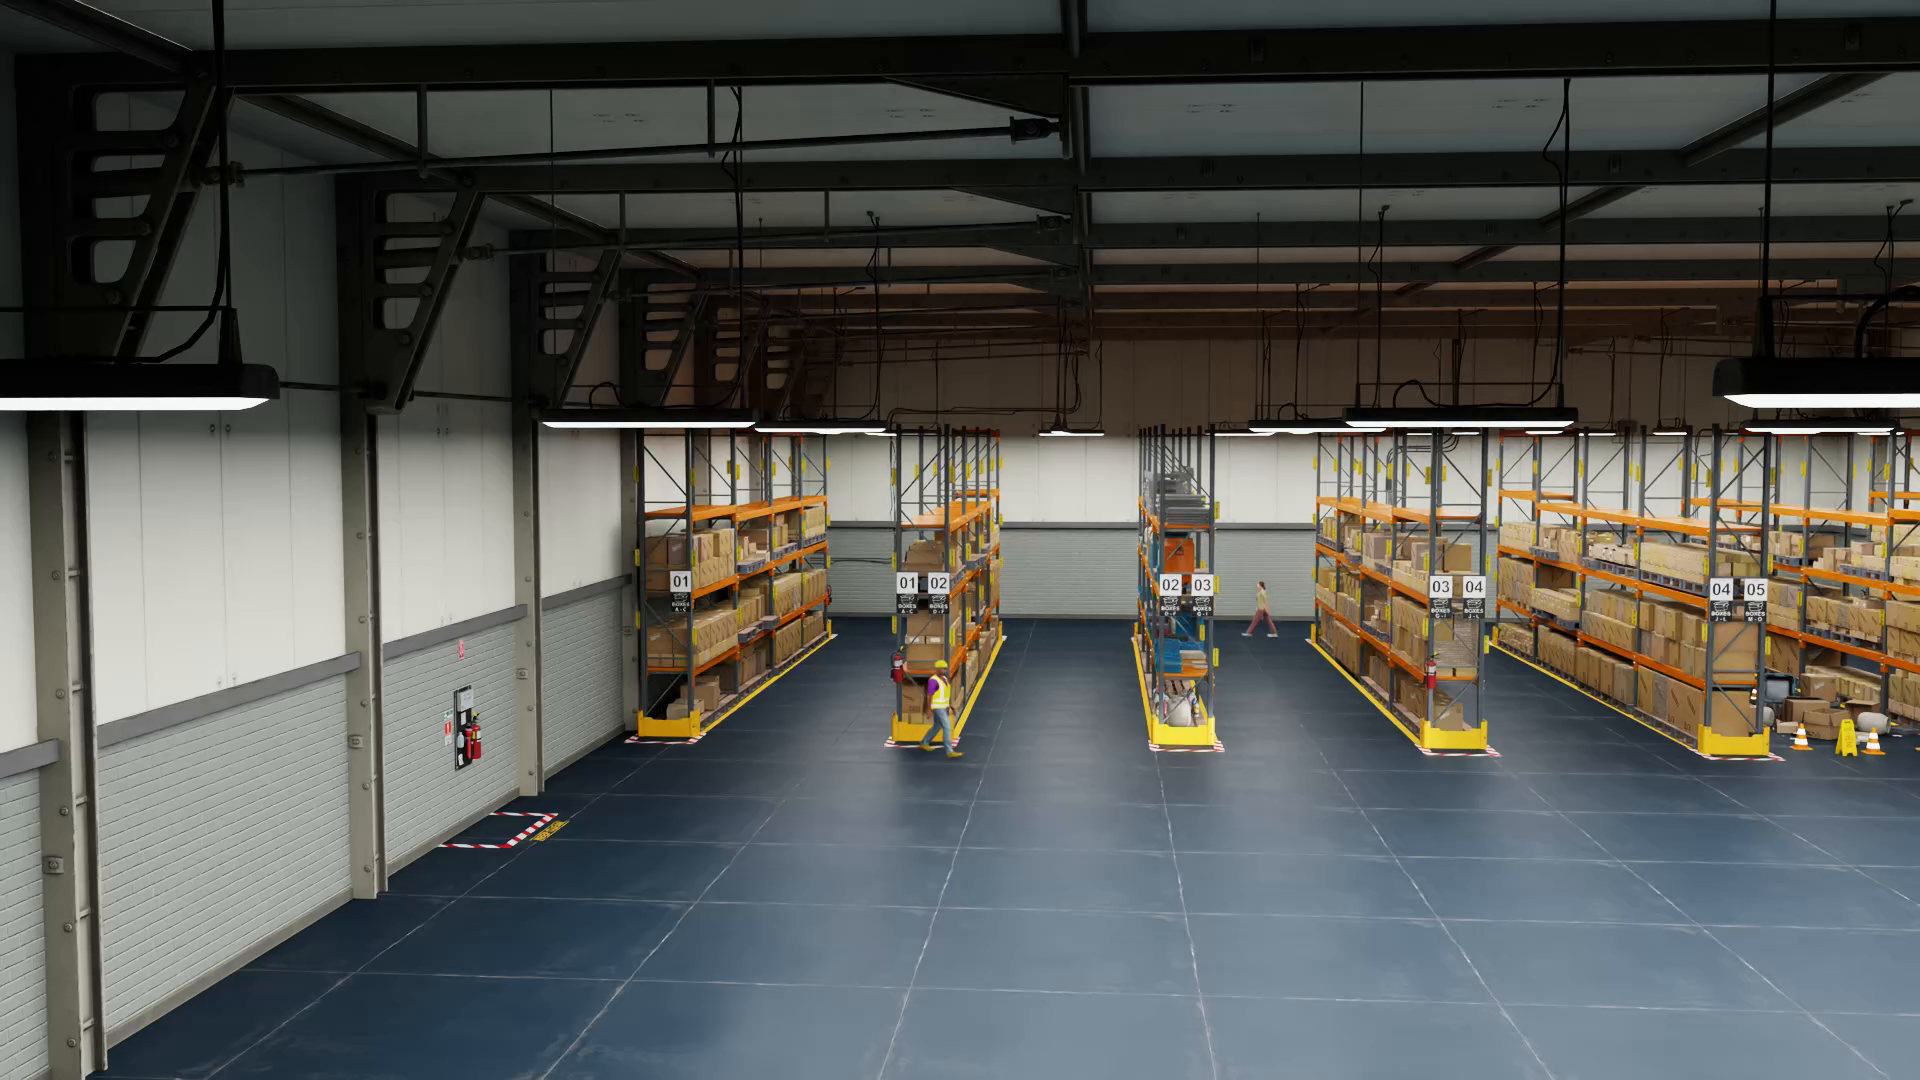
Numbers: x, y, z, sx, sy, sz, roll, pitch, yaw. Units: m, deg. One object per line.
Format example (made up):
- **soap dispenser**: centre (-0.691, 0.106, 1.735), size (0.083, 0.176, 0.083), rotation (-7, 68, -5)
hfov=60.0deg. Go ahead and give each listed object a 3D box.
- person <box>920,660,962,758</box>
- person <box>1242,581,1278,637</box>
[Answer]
- **person**: centre (-0.343, 3.035, 30.082), size (0.945, 1.739, 0.564), rotation (1, 4, 20)
- **person**: centre (8.658, 1.978, 47.926), size (1.023, 1.598, 0.432), rotation (1, 4, 22)
